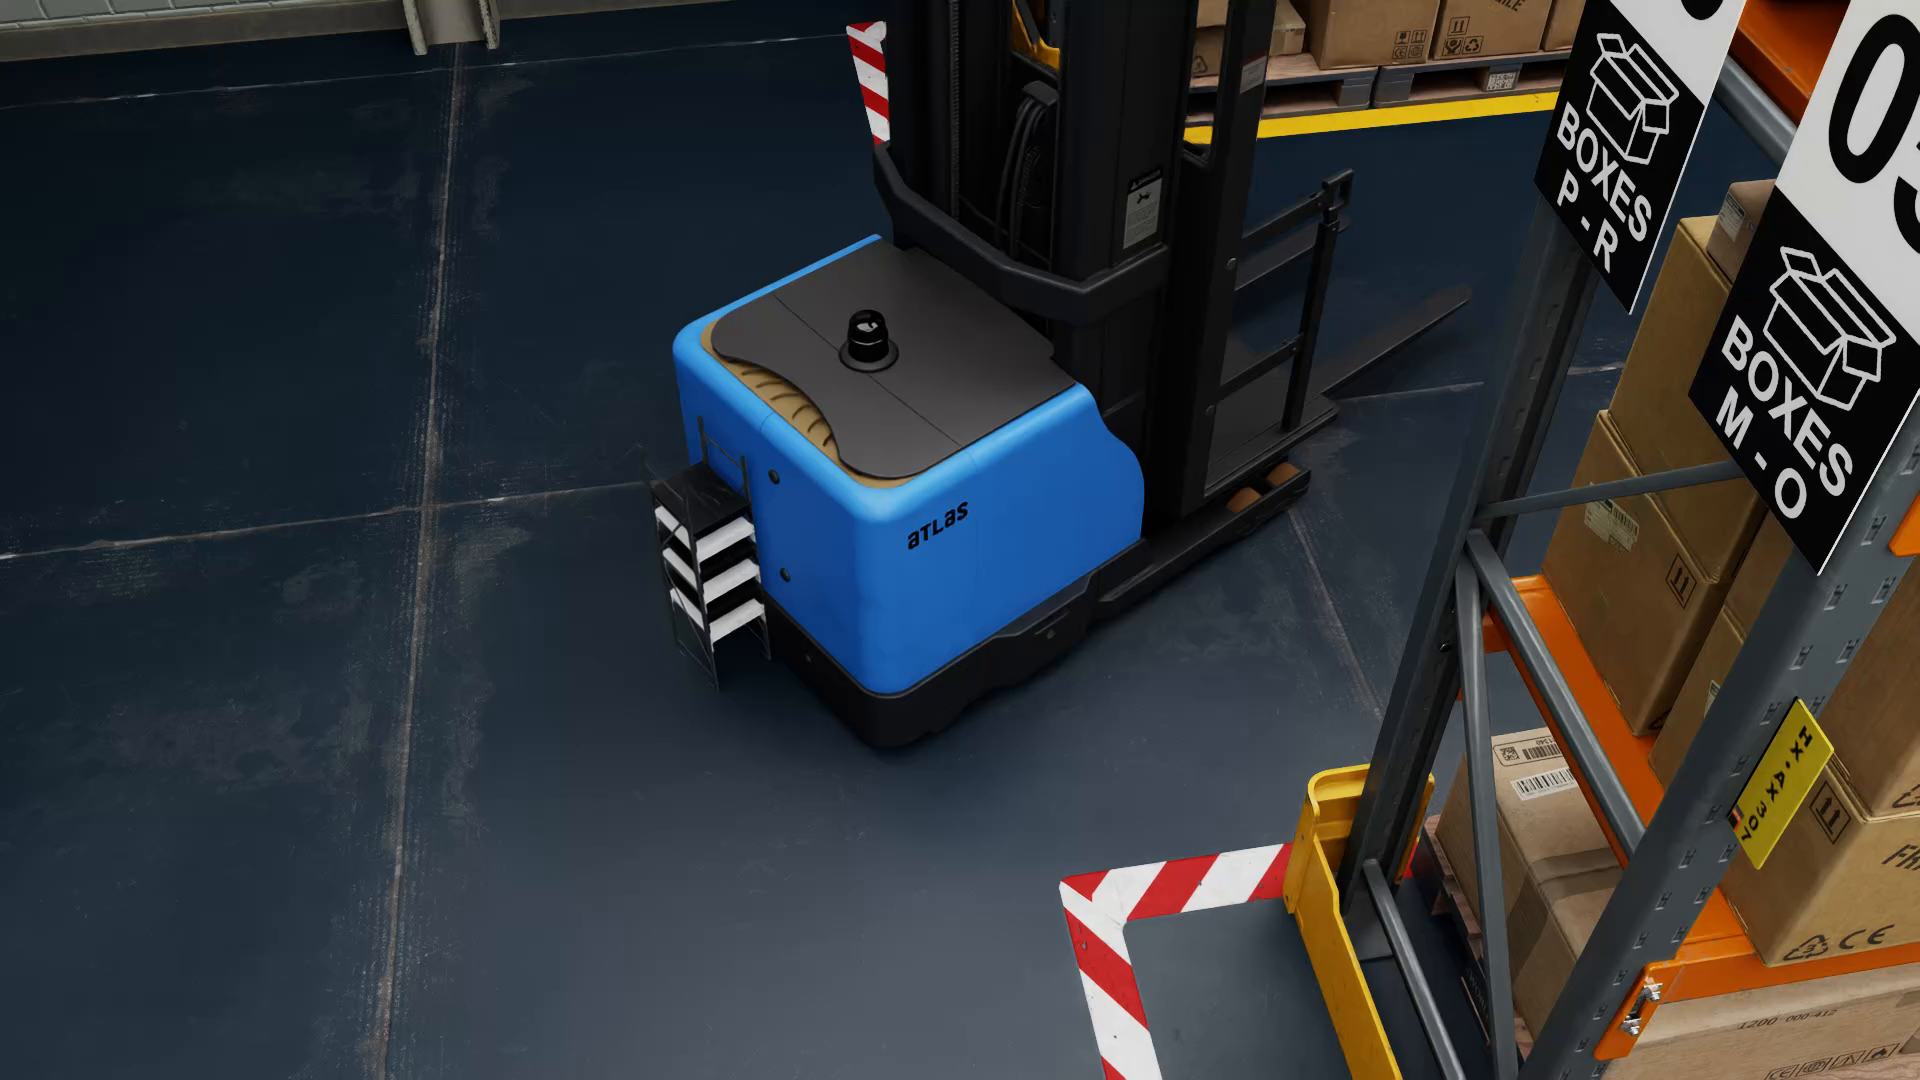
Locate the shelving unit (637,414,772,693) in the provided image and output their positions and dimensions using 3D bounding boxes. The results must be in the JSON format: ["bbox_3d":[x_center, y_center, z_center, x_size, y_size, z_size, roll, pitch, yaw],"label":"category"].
[{"bbox_3d":[-0.766,0.059,5.068,0.210,0.900,0.258,-31,54,-27],"label":"shelving unit"}]

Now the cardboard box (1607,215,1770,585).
[{"bbox_3d":[1.641,-0.285,3.178,0.500,0.500,0.500,-6,46,-5],"label":"cardboard box"}]

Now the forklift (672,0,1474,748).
[{"bbox_3d":[0.595,-1.296,4.964,3.031,2.935,1.130,-31,54,-27],"label":"forklift"}]

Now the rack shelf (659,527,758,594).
[{"bbox_3d":[-0.766,0.020,5.027,0.200,0.077,0.258,-31,54,-27],"label":"rack shelf"}]

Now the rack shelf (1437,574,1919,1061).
[{"bbox_3d":[3.177,0.329,3.850,4.000,0.370,1.077,-7,46,-7],"label":"rack shelf"}]

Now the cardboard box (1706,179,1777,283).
[{"bbox_3d":[1.526,-0.468,2.904,0.250,0.149,0.380,-7,46,-6],"label":"cardboard box"}]

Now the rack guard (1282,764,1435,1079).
[{"bbox_3d":[1.183,1.195,4.252,0.348,0.500,1.175,-7,46,-7],"label":"rack guard"}]

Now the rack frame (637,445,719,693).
[{"bbox_3d":[-0.844,0.106,5.023,0.006,0.900,0.240,-31,54,-27],"label":"rack frame"}]

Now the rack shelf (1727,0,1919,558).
[{"bbox_3d":[3.177,-0.712,2.770,4.000,0.370,1.077,-7,46,-7],"label":"rack shelf"}]

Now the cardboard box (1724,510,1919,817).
[{"bbox_3d":[1.728,0.086,2.820,0.500,0.500,0.500,-8,47,-8],"label":"cardboard box"}]

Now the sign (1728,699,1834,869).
[{"bbox_3d":[1.295,0.391,2.634,0.005,0.325,0.100,-7,46,-7],"label":"sign"}]

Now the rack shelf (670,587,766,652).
[{"bbox_3d":[-0.766,0.207,5.222,0.200,0.077,0.258,-31,54,-27],"label":"rack shelf"}]

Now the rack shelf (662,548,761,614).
[{"bbox_3d":[-0.766,0.082,5.092,0.200,0.077,0.258,-31,54,-27],"label":"rack shelf"}]

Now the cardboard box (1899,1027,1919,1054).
[{"bbox_3d":[2.740,0.797,4.386,0.875,0.438,0.875,-6,46,-6],"label":"cardboard box"}]

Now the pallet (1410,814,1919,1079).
[{"bbox_3d":[1.981,1.138,4.507,1.213,0.211,1.003,-7,46,-7],"label":"pallet"}]

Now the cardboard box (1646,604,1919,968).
[{"bbox_3d":[1.729,0.435,3.179,0.500,0.500,0.500,-7,47,-7],"label":"cardboard box"}]

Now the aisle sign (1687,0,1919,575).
[{"bbox_3d":[1.185,-0.363,2.211,0.004,0.787,0.394,-7,46,-7],"label":"aisle sign"}]

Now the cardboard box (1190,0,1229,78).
[{"bbox_3d":[0.975,-2.485,7.503,0.637,0.503,0.797,-9,47,-8],"label":"cardboard box"}]

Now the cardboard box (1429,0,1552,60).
[{"bbox_3d":[2.362,-2.555,7.573,0.500,0.500,0.500,-6,46,-6],"label":"cardboard box"}]

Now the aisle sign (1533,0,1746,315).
[{"bbox_3d":[1.083,-0.789,2.622,0.004,0.787,0.394,-7,46,-7],"label":"aisle sign"}]

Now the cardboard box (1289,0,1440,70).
[{"bbox_3d":[1.824,-2.561,7.579,0.500,0.500,0.700,-5,46,-5],"label":"cardboard box"}]

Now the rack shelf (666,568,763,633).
[{"bbox_3d":[-0.766,0.145,5.157,0.200,0.077,0.258,-31,54,-27],"label":"rack shelf"}]

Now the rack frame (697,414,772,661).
[{"bbox_3d":[-0.689,0.012,5.114,0.006,0.900,0.240,-31,54,-27],"label":"rack frame"}]

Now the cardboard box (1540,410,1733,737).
[{"bbox_3d":[1.637,0.043,3.556,0.500,0.500,0.500,-7,46,-7],"label":"cardboard box"}]

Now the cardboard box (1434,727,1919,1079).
[{"bbox_3d":[1.840,0.916,4.272,0.875,0.438,0.875,-9,47,-8],"label":"cardboard box"}]

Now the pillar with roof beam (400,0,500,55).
[{"bbox_3d":[-1.720,-2.532,1.941,0.400,9.000,9.100,-7,46,-7],"label":"pillar with roof beam"}]

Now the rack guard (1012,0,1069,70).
[{"bbox_3d":[0.431,-2.339,7.657,0.348,0.500,1.175,-7,46,-7],"label":"rack guard"}]

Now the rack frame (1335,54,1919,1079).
[{"bbox_3d":[1.207,0.324,3.354,0.127,3.000,1.000,-7,46,-7],"label":"rack frame"}]

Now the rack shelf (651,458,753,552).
[{"bbox_3d":[-0.766,-0.105,4.898,0.200,0.077,0.258,-31,54,-27],"label":"rack shelf"}]

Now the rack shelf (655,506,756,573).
[{"bbox_3d":[-0.766,-0.043,4.962,0.200,0.077,0.258,-31,54,-27],"label":"rack shelf"}]

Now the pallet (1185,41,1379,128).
[{"bbox_3d":[1.217,-2.337,7.856,1.213,0.211,1.003,-7,46,-7],"label":"pallet"}]

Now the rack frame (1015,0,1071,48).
[{"bbox_3d":[0.357,-3.197,6.747,0.127,3.000,1.000,-7,46,-7],"label":"rack frame"}]

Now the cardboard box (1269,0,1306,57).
[{"bbox_3d":[1.401,-2.386,7.654,0.250,0.149,0.380,-9,47,-8],"label":"cardboard box"}]

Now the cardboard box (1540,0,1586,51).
[{"bbox_3d":[2.847,-2.688,7.701,0.500,0.500,0.700,-9,47,-8],"label":"cardboard box"}]

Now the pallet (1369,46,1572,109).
[{"bbox_3d":[2.416,-2.485,7.998,1.213,0.211,1.003,-7,46,-7],"label":"pallet"}]
